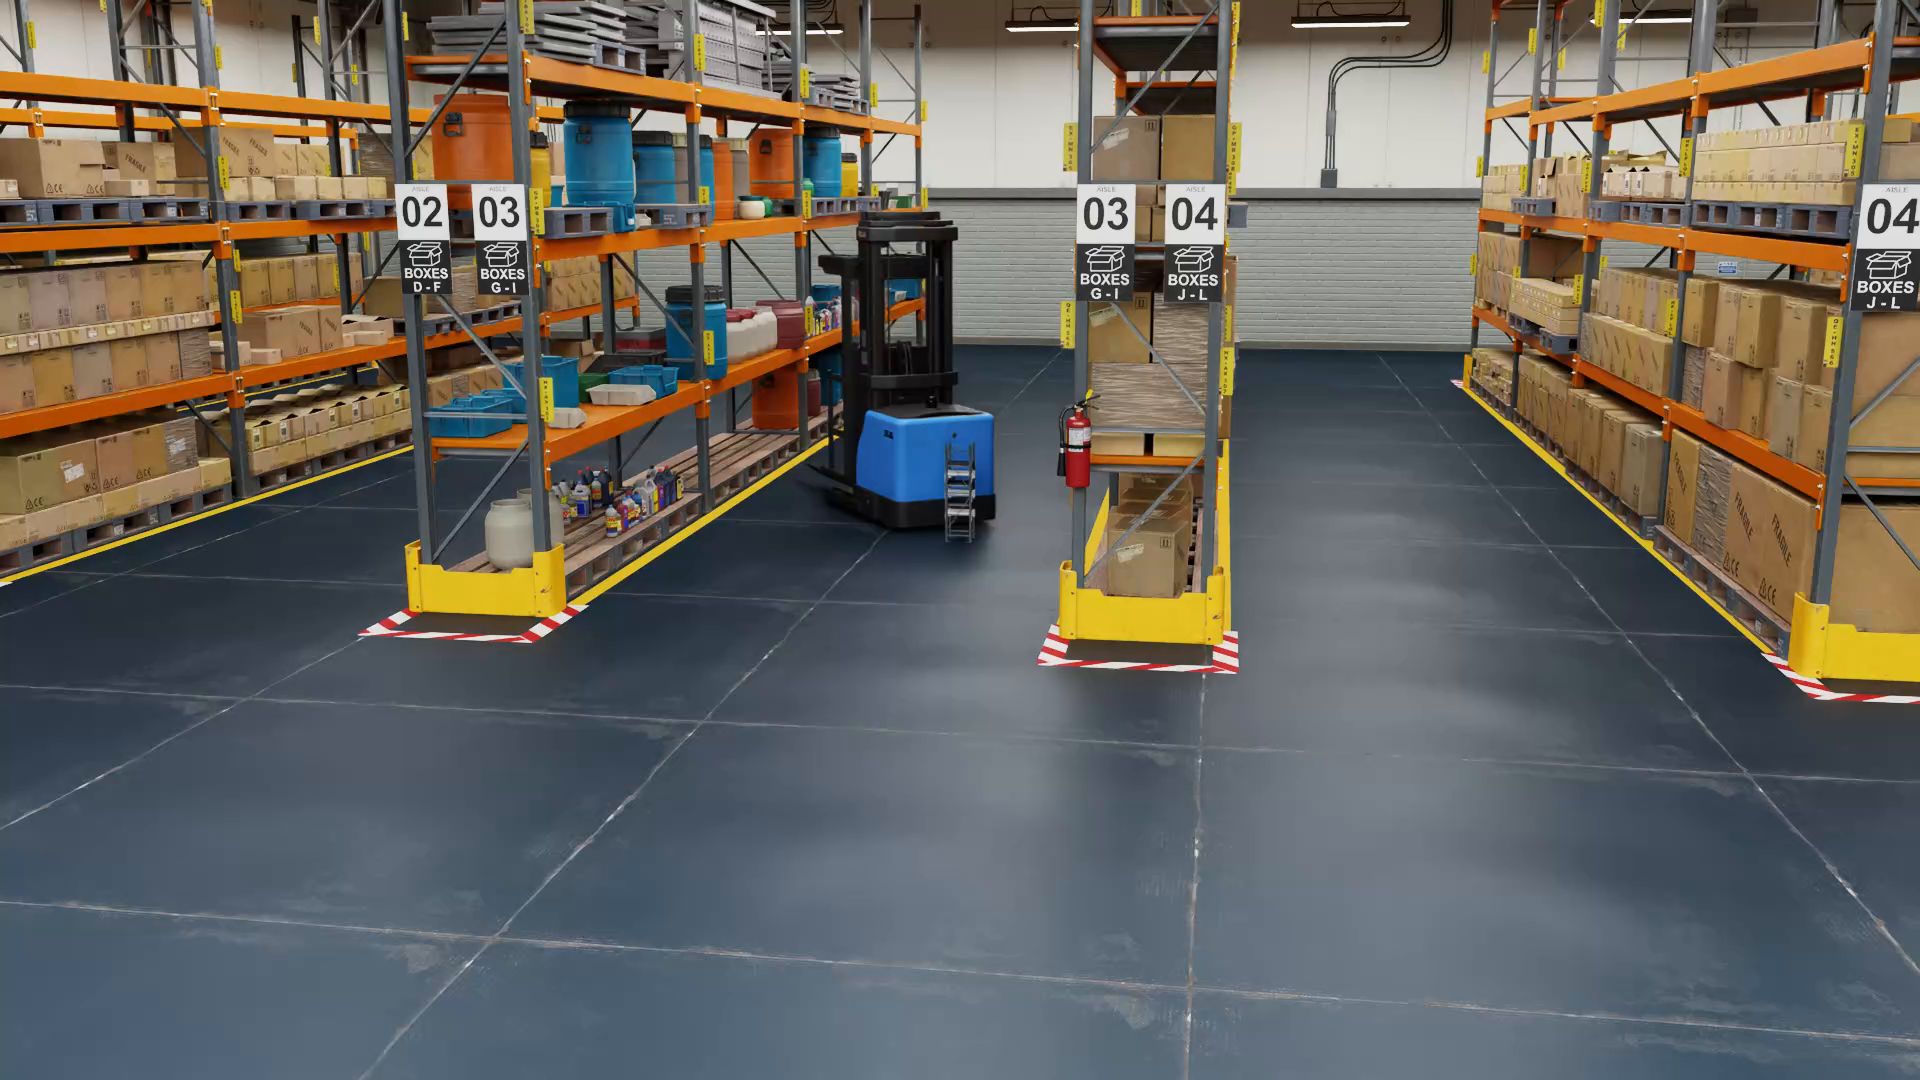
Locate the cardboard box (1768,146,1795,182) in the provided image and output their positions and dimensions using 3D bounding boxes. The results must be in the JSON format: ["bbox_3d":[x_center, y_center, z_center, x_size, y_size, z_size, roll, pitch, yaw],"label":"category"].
[{"bbox_3d":[6.140,-2.689,11.904,0.500,0.250,0.500,2,12,8],"label":"cardboard box"}]

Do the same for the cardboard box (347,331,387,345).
[{"bbox_3d":[-7.123,-2.427,19.987,0.380,0.149,0.250,2,12,9],"label":"cardboard box"}]

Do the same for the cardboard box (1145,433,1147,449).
[{"bbox_3d":[1.179,-0.754,12.225,0.380,0.149,0.250,2,12,9],"label":"cardboard box"}]

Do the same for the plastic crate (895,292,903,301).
[{"bbox_3d":[-1.139,-3.915,26.779,0.396,0.136,0.243,2,12,9],"label":"plastic crate"}]

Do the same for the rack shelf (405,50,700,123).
[{"bbox_3d":[-3.287,-3.721,13.813,1.077,0.370,4.000,2,12,9],"label":"rack shelf"}]

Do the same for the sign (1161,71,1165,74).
[{"bbox_3d":[3.213,-7.575,26.448,0.100,0.325,0.005,2,12,9],"label":"sign"}]

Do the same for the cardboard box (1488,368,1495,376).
[{"bbox_3d":[8.170,-2.547,25.012,0.380,0.149,0.250,1,12,6],"label":"cardboard box"}]

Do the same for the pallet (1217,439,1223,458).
[{"bbox_3d":[2.726,-1.223,20.422,1.003,0.211,1.213,2,12,9],"label":"pallet"}]

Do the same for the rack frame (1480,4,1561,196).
[{"bbox_3d":[8.646,-6.840,25.630,1.000,3.000,0.127,2,12,9],"label":"rack frame"}]

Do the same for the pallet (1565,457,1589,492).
[{"bbox_3d":[7.220,-0.718,18.079,1.003,0.211,1.213,2,12,9],"label":"pallet"}]

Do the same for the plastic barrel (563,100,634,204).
[{"bbox_3d":[-3.238,-3.465,14.901,0.600,0.901,0.708,2,12,9],"label":"plastic barrel"}]

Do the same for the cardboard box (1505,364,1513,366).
[{"bbox_3d":[7.977,-2.418,23.708,0.380,0.149,0.250,2,12,11],"label":"cardboard box"}]

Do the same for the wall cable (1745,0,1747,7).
[{"bbox_3d":[13.113,-11.154,29.980,2.355,3.000,0.029,2,12,9],"label":"wall cable"}]

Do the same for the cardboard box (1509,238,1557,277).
[{"bbox_3d":[7.836,-3.865,22.746,0.500,0.500,0.500,1,12,7],"label":"cardboard box"}]

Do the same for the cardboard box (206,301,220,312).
[{"bbox_3d":[-11.326,-3.492,24.884,0.380,0.149,0.250,2,12,10],"label":"cardboard box"}]

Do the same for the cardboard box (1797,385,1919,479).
[{"bbox_3d":[6.197,-0.729,11.157,0.875,0.550,0.550,2,12,9],"label":"cardboard box"}]

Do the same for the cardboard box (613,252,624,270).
[{"bbox_3d":[-5.901,-4.742,27.523,0.500,0.500,0.500,2,12,10],"label":"cardboard box"}]

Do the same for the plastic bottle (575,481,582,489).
[{"bbox_3d":[-3.528,-0.408,15.453,0.097,0.271,0.097,0,12,0],"label":"plastic bottle"}]

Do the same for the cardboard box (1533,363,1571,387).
[{"bbox_3d":[7.494,-2.063,20.858,0.500,0.250,0.500,2,12,11],"label":"cardboard box"}]

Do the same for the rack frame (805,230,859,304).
[{"bbox_3d":[-1.749,-3.417,23.987,1.000,3.000,0.127,2,12,9],"label":"rack frame"}]

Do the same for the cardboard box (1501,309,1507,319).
[{"bbox_3d":[7.952,-3.241,23.763,0.380,0.149,0.250,1,12,6],"label":"cardboard box"}]

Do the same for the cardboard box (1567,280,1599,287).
[{"bbox_3d":[8.121,-3.303,21.641,0.380,0.149,0.250,2,12,7],"label":"cardboard box"}]

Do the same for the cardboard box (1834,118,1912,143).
[{"bbox_3d":[5.902,-2.646,10.756,0.380,0.149,0.250,2,12,9],"label":"cardboard box"}]

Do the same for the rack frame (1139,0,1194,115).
[{"bbox_3d":[2.530,-5.357,18.746,1.000,3.000,0.127,2,12,9],"label":"rack frame"}]

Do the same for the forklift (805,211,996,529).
[{"bbox_3d":[-0.746,-1.804,16.665,1.130,2.935,3.031,-6,13,-25],"label":"forklift"}]

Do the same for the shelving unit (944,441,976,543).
[{"bbox_3d":[0.001,-0.442,15.163,0.258,0.900,0.210,2,12,9],"label":"shelving unit"}]

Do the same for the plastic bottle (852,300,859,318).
[{"bbox_3d":[-1.490,-3.264,23.570,0.152,0.276,0.135,2,12,9],"label":"plastic bottle"}]

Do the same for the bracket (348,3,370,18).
[{"bbox_3d":[-11.075,-9.755,30.612,0.235,0.232,0.430,2,12,9],"label":"bracket"}]

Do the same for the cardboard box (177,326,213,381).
[{"bbox_3d":[-7.935,-1.870,16.568,0.700,0.500,0.500,2,12,7],"label":"cardboard box"}]

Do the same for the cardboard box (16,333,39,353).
[{"bbox_3d":[-8.096,-1.681,14.151,0.380,0.149,0.250,2,12,8],"label":"cardboard box"}]

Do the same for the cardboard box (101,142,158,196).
[{"bbox_3d":[-8.211,-3.606,16.175,0.500,0.500,0.500,3,13,13],"label":"cardboard box"}]

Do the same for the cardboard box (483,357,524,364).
[{"bbox_3d":[-6.520,-2.357,23.956,0.500,0.500,0.500,2,12,9],"label":"cardboard box"}]

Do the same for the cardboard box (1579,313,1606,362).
[{"bbox_3d":[7.080,-2.207,18.131,0.500,0.500,0.500,2,12,9],"label":"cardboard box"}]

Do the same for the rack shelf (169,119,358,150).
[{"bbox_3d":[-11.230,-6.540,26.894,1.077,0.370,4.000,2,12,9],"label":"rack shelf"}]

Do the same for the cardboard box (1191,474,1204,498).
[{"bbox_3d":[2.031,-0.712,16.321,0.700,0.500,0.500,1,12,4],"label":"cardboard box"}]

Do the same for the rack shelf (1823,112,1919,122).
[{"bbox_3d":[13.245,-5.738,23.170,1.077,0.370,4.000,2,12,9],"label":"rack shelf"}]

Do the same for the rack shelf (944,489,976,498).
[{"bbox_3d":[0.001,-0.409,15.170,0.258,0.077,0.200,2,12,9],"label":"rack shelf"}]

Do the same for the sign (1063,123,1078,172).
[{"bbox_3d":[0.754,-2.680,11.344,0.100,0.325,0.005,2,12,9],"label":"sign"}]

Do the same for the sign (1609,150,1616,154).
[{"bbox_3d":[8.580,-4.969,21.907,0.100,0.325,0.005,2,12,9],"label":"sign"}]

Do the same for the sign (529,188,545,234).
[{"bbox_3d":[-3.051,-2.371,11.992,0.100,0.325,0.005,2,12,9],"label":"sign"}]

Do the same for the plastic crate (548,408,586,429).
[{"bbox_3d":[-3.139,-0.966,13.239,0.298,0.136,0.250,2,12,9],"label":"plastic crate"}]

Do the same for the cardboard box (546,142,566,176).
[{"bbox_3d":[-6.389,-5.784,25.240,0.700,0.500,0.500,2,12,9],"label":"cardboard box"}]

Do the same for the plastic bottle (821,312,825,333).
[{"bbox_3d":[-1.791,-2.817,21.506,0.097,0.271,0.097,0,12,0],"label":"plastic bottle"}]

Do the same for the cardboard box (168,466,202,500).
[{"bbox_3d":[-7.815,-0.567,16.291,0.500,0.250,0.500,2,12,9],"label":"cardboard box"}]

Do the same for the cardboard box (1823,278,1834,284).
[{"bbox_3d":[13.145,-3.620,24.692,0.500,0.500,0.500,2,12,8],"label":"cardboard box"}]

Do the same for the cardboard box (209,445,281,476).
[{"bbox_3d":[-7.566,-0.850,17.605,0.500,0.250,0.500,2,12,7],"label":"cardboard box"}]

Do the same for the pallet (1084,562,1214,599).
[{"bbox_3d":[1.471,0.421,12.797,1.003,0.211,1.213,2,12,9],"label":"pallet"}]

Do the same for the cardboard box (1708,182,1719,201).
[{"bbox_3d":[6.331,-2.837,13.535,0.380,0.149,0.250,2,12,9],"label":"cardboard box"}]

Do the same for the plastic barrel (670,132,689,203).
[{"bbox_3d":[-3.015,-3.712,17.046,0.600,0.901,0.600,0,12,0],"label":"plastic barrel"}]

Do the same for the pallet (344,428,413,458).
[{"bbox_3d":[-7.423,-1.213,20.376,1.003,0.211,1.213,2,12,9],"label":"pallet"}]

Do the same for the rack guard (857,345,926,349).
[{"bbox_3d":[-1.143,-3.033,28.139,1.175,0.500,0.348,2,12,9],"label":"rack guard"}]

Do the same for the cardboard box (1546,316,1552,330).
[{"bbox_3d":[7.116,-2.548,19.551,0.380,0.149,0.250,2,12,10],"label":"cardboard box"}]

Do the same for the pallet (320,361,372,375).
[{"bbox_3d":[-10.968,-3.039,28.850,1.003,0.211,1.213,2,12,9],"label":"pallet"}]

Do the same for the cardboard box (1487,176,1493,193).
[{"bbox_3d":[8.242,-5.353,25.020,0.500,0.250,0.500,2,12,8],"label":"cardboard box"}]

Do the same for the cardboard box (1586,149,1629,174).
[{"bbox_3d":[7.221,-4.224,18.558,0.396,0.266,0.258,2,12,9],"label":"cardboard box"}]

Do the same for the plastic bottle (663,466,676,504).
[{"bbox_3d":[-2.793,-0.529,15.827,0.144,0.351,0.185,2,12,7],"label":"plastic bottle"}]
